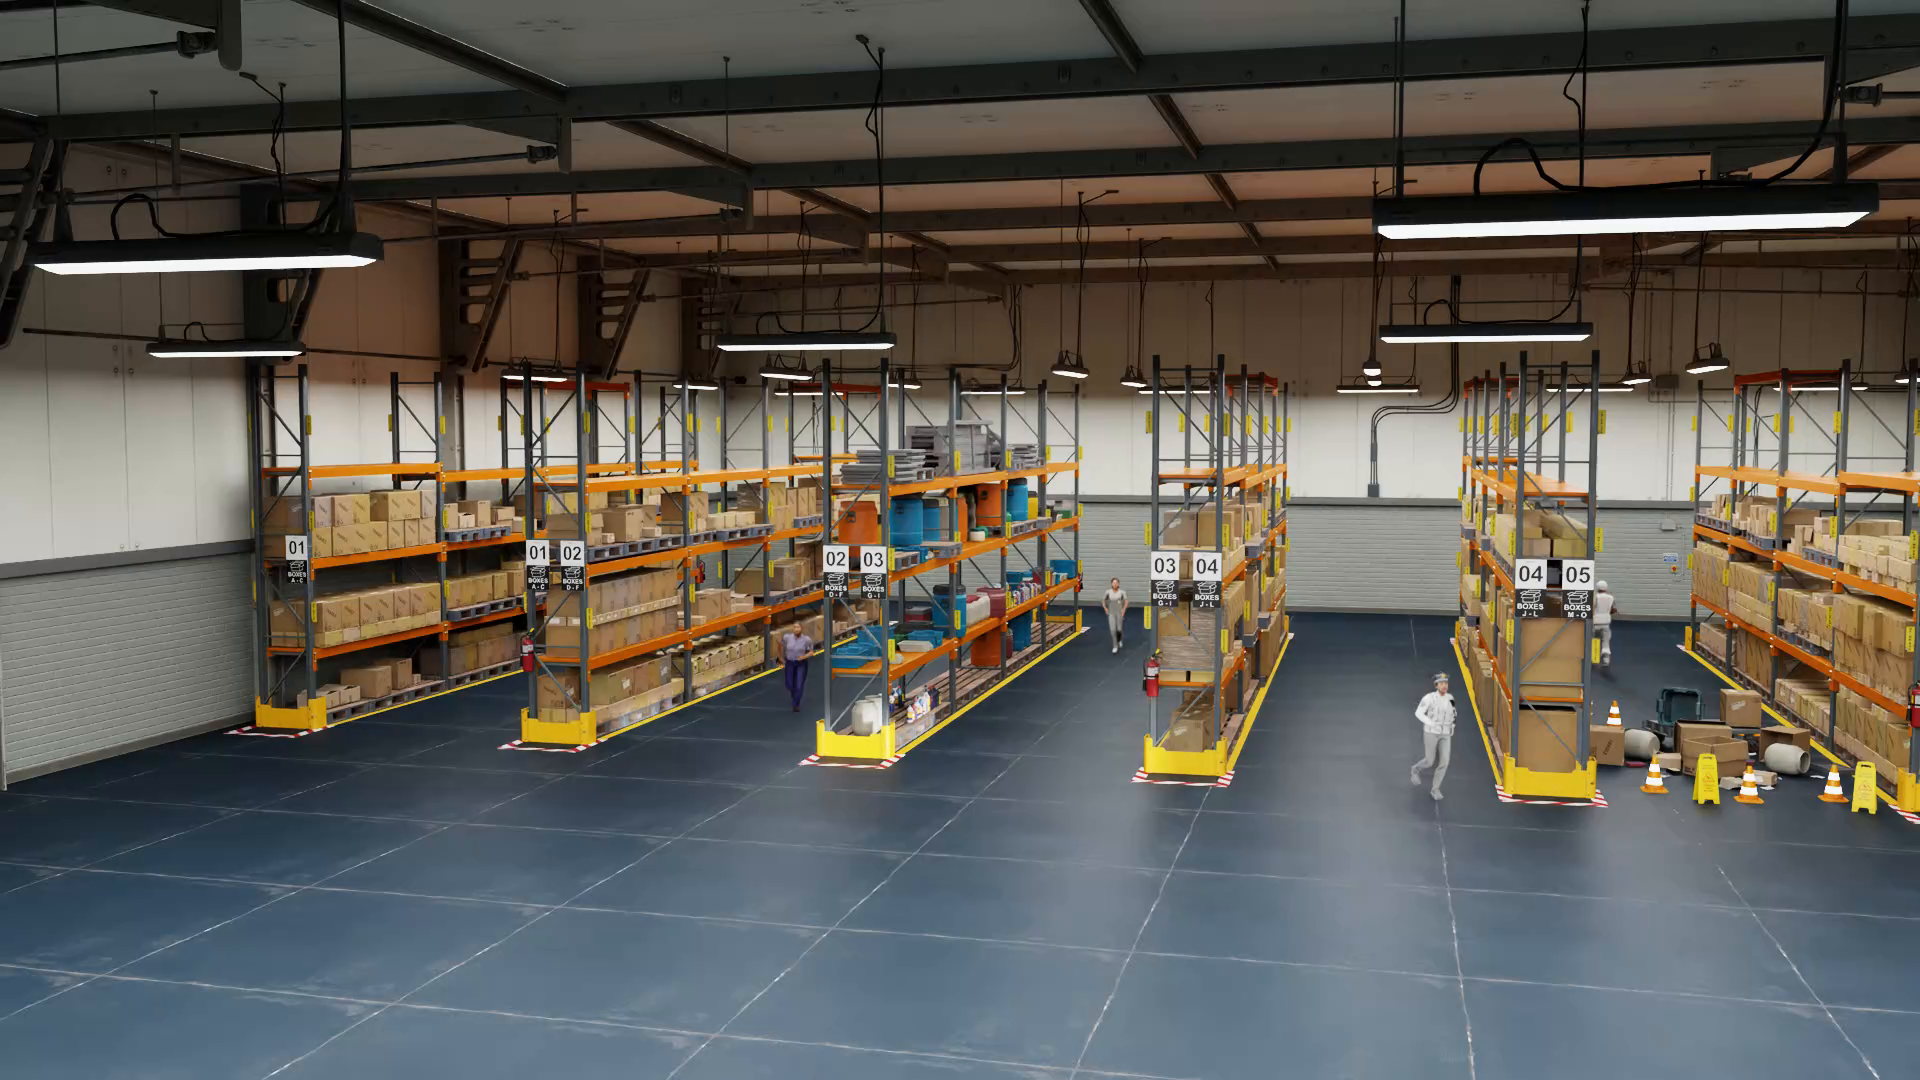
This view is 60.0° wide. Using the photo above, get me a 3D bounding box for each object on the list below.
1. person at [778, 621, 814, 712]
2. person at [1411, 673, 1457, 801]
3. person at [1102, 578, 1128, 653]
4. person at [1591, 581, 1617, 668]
[{"bbox_3d":[-2.877,2.217,29.059,0.645,1.600,0.623,0,4,1],"label":"person"},{"bbox_3d":[6.458,2.627,22.536,0.638,1.682,0.734,-1,4,-11],"label":"person"},{"bbox_3d":[3.426,1.651,36.840,0.582,1.641,0.579,1,4,7],"label":"person"},{"bbox_3d":[13.142,1.760,34.095,0.664,1.852,0.776,0,4,6],"label":"person"}]
